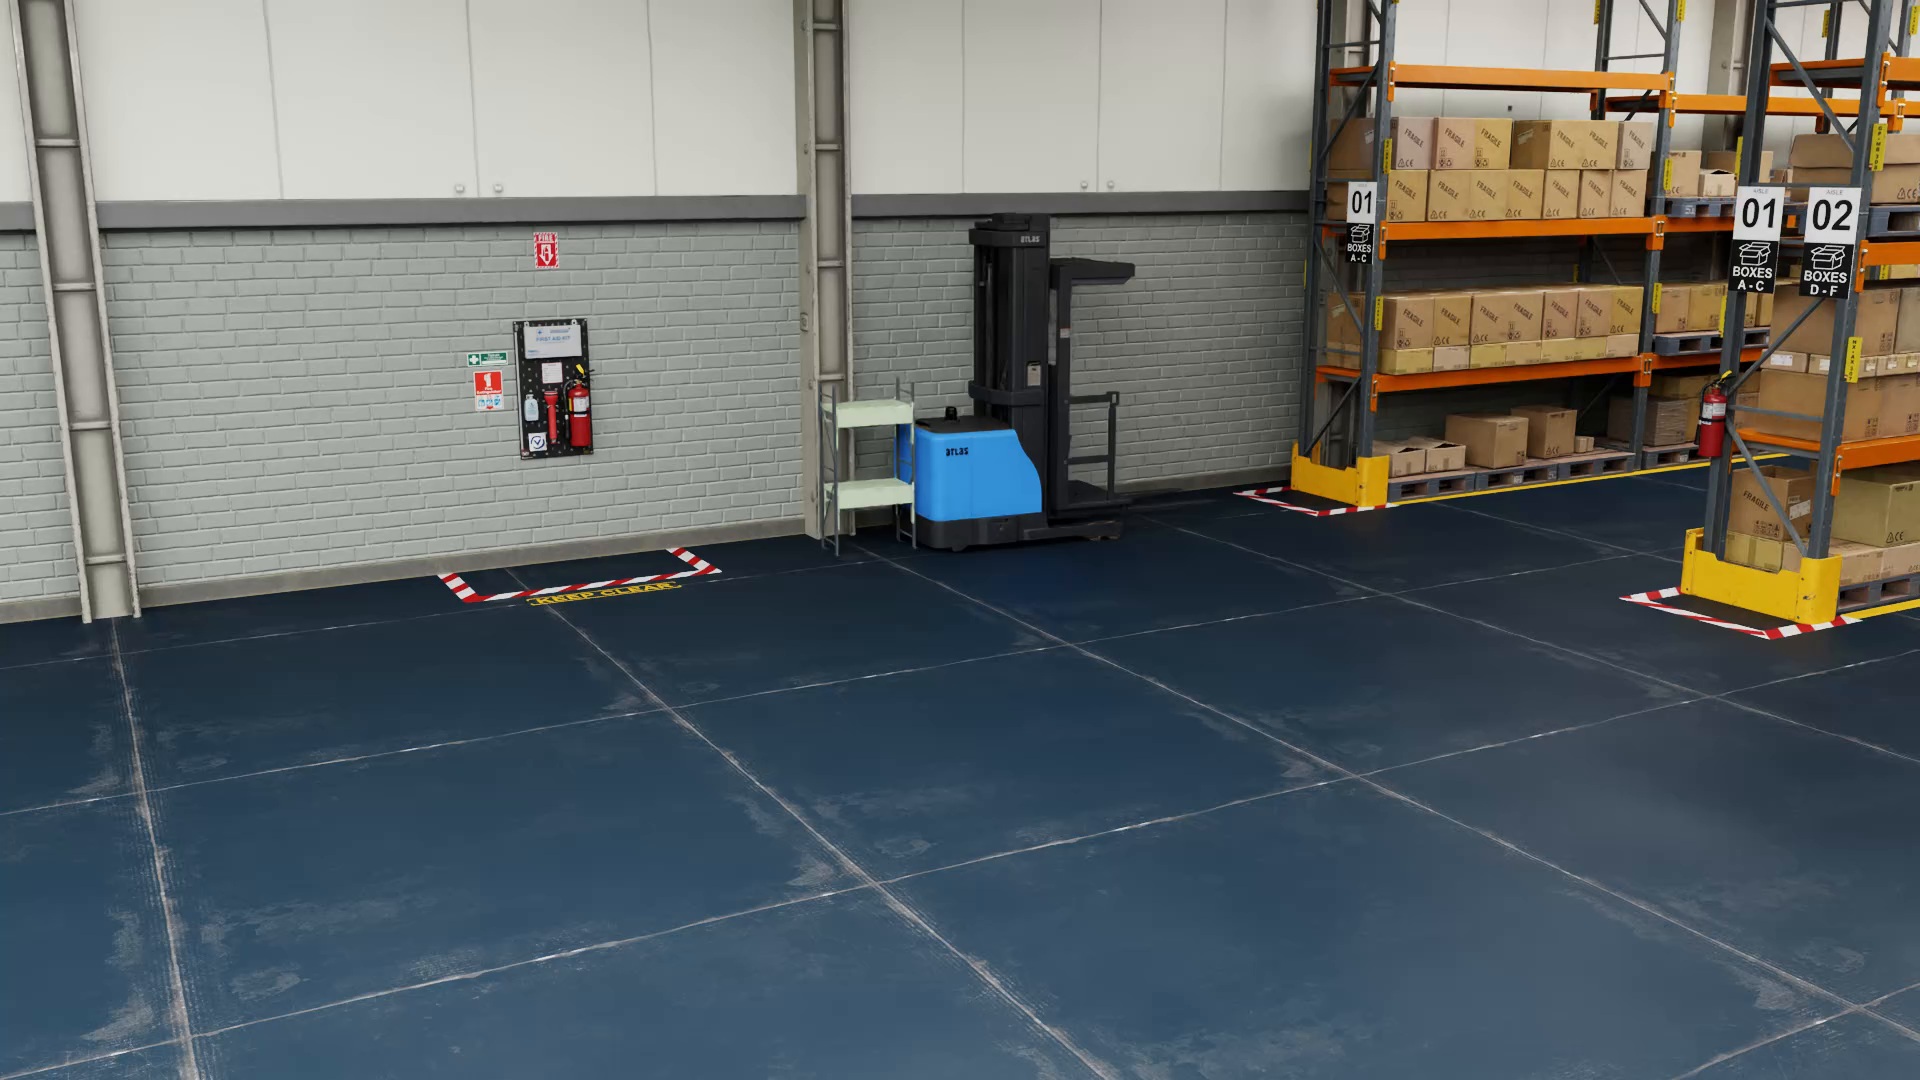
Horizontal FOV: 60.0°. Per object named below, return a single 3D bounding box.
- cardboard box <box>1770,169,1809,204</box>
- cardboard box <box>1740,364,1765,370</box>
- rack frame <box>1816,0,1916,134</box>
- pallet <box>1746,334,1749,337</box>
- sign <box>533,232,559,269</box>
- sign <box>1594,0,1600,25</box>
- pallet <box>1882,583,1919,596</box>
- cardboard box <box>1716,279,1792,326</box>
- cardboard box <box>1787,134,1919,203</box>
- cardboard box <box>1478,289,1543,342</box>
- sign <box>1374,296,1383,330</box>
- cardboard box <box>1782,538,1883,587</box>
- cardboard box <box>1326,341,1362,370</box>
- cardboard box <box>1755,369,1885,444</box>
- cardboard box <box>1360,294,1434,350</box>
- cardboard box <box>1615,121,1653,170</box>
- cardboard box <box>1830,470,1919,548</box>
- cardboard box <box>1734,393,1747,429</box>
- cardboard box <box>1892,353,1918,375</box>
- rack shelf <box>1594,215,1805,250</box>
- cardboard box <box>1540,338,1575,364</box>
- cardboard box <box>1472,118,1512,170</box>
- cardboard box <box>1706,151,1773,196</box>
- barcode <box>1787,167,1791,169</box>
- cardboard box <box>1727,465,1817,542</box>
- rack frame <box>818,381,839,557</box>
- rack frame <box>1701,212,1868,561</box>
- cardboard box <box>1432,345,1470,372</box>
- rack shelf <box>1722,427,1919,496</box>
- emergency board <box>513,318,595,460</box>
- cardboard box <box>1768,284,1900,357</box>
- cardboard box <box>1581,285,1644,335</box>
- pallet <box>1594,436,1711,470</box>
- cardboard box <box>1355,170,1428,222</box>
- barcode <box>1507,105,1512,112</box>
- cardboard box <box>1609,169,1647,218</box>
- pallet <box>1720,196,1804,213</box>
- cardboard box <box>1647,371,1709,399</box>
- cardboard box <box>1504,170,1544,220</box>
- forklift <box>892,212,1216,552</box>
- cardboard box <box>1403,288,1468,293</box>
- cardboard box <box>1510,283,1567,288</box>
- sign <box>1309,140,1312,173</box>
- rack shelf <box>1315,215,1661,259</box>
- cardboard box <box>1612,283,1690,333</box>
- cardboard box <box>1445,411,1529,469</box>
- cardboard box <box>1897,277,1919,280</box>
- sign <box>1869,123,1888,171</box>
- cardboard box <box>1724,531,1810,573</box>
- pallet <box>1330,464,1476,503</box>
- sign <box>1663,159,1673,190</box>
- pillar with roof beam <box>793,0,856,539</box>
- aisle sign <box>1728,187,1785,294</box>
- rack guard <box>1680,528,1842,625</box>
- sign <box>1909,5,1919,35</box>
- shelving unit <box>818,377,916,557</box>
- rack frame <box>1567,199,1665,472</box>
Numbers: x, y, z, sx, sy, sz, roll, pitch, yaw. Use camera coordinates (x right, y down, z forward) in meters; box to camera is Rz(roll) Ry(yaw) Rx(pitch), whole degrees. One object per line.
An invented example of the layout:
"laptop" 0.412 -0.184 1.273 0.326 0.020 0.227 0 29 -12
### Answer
"cardboard box" 9.695 -4.158 19.782 0.637 0.503 0.797 -5 14 -20
"cardboard box" 9.740 -1.980 20.201 0.500 0.250 0.500 -7 14 -27
"rack frame" 10.877 -5.680 19.992 0.127 3.000 1.000 -7 14 -28
"pallet" 10.303 -2.564 20.248 1.003 0.211 1.213 -7 14 -28
"sign" -3.453 -2.417 13.879 0.199 0.298 0.001 -7 14 -28
"sign" 7.095 -5.898 18.475 0.005 0.325 0.100 -7 14 -28
"pallet" 7.953 0.187 13.937 1.213 0.211 1.003 -7 14 -28
"cardboard box" 9.386 -2.830 19.762 0.500 0.500 0.700 -7 14 -28
"cardboard box" 6.738 -2.804 12.534 0.637 0.503 0.797 -6 14 -24
"cardboard box" 5.761 -2.366 17.519 0.500 0.500 0.500 -6 14 -26
"sign" 4.115 -2.229 16.352 0.005 0.325 0.100 -7 14 -28
"cardboard box" 6.809 0.166 12.987 0.500 0.250 0.500 -7 14 -28
"cardboard box" 4.173 -1.935 17.310 0.500 0.250 0.500 -7 14 -27
"cardboard box" 6.648 -1.053 12.868 0.500 0.500 0.700 -7 14 -28
"cardboard box" 4.418 -2.206 16.809 0.500 0.500 0.500 -7 14 -28
"cardboard box" 7.056 -4.237 17.863 0.500 0.500 0.500 -8 15 -33
"cardboard box" 7.247 -0.253 13.140 0.500 0.500 0.500 -7 14 -28
"cardboard box" 8.901 -1.518 19.854 0.500 0.500 0.700 -7 14 -27
"cardboard box" 7.130 -1.376 12.829 0.250 0.149 0.380 -7 14 -28
"rack shelf" 9.122 -3.655 19.466 4.000 0.370 1.077 -7 14 -28
"cardboard box" 6.220 -2.054 17.840 0.500 0.250 0.500 -7 14 -28
"cardboard box" 5.219 -4.014 16.872 0.500 0.500 0.500 -6 14 -26
"cardboard box" 8.967 -4.221 19.158 0.500 0.500 0.500 -7 15 -30
"barcode" 10.251 -4.580 20.573 0.075 0.075 0.001 -7 14 -28
"cardboard box" 6.560 -0.300 13.350 0.500 0.500 0.500 -7 14 -28
"rack frame" -1.154 -0.623 14.603 0.023 1.500 0.400 -6 14 -24
"rack frame" 6.232 -0.957 12.671 0.127 3.000 1.000 -7 14 -28
"cardboard box" 4.885 -1.896 17.137 0.500 0.250 0.500 -7 15 -30
"rack shelf" 7.987 -0.817 13.685 4.000 0.370 1.077 -7 14 -28
"emergency board" -3.399 -1.268 14.052 0.643 1.169 0.194 -7 14 -28
"cardboard box" 6.694 -1.691 12.750 0.500 0.500 0.700 -7 14 -28
"cardboard box" 7.099 -2.525 18.227 0.500 0.500 0.500 -7 14 -28
"pallet" 8.049 -1.054 19.453 1.213 0.211 1.003 -7 14 -28
"cardboard box" 4.269 -3.420 16.511 0.500 0.500 0.500 -6 14 -26
"barcode" 5.940 -4.659 17.962 0.075 0.075 0.001 -7 14 -28
"cardboard box" 7.039 -3.753 17.990 0.500 0.500 0.500 -6 14 -26
"pallet" 8.868 -3.858 19.157 1.003 0.211 1.213 -7 14 -28
"cardboard box" 8.389 -1.821 19.492 0.500 0.250 0.500 -7 15 -29
"cardboard box" 5.671 -3.586 17.246 0.500 0.500 0.500 -6 14 -24
"forklift" 0.937 -1.520 15.328 3.031 2.935 1.130 -6 14 -24
"cardboard box" 5.065 -2.411 17.718 0.500 0.500 0.500 -7 15 -29
"cardboard box" 6.398 -2.572 18.434 0.500 0.500 0.500 -7 14 -28
"sign" 3.607 -3.916 16.970 0.005 0.325 0.100 -7 14 -28
"rack shelf" 5.611 -3.234 17.596 4.000 0.370 1.077 -7 14 -28
"cardboard box" 7.829 -2.643 18.931 0.500 0.500 0.700 -7 14 -28
"cardboard box" 5.674 -1.090 17.951 0.500 0.500 0.700 -8 15 -31
"cardboard box" 8.035 -1.853 13.471 0.500 0.500 0.700 -7 14 -28
"sign" 6.493 -2.778 11.759 0.005 0.325 0.100 -7 14 -28
"cardboard box" 6.561 0.066 13.431 0.500 0.250 0.500 -7 14 -28
"pallet" 4.652 -0.638 17.603 1.213 0.211 1.003 -7 14 -28
"sign" 7.633 -3.944 17.934 0.005 0.325 0.100 -7 14 -28
"pillar with roof beam" 0.851 -3.618 10.830 0.400 9.000 9.100 -7 14 -28
"aisle sign" 6.034 -2.275 12.607 0.004 0.787 0.394 -7 14 -28
"rack guard" 6.211 0.265 12.934 0.348 0.500 1.175 -7 14 -28
"sign" 11.146 -6.071 19.421 0.005 0.325 0.100 -7 14 -28
"shelving unit" -0.820 -0.656 14.750 0.755 1.500 0.431 -6 14 -24
"rack frame" 7.366 -2.332 18.781 0.127 3.000 1.000 -7 14 -28
